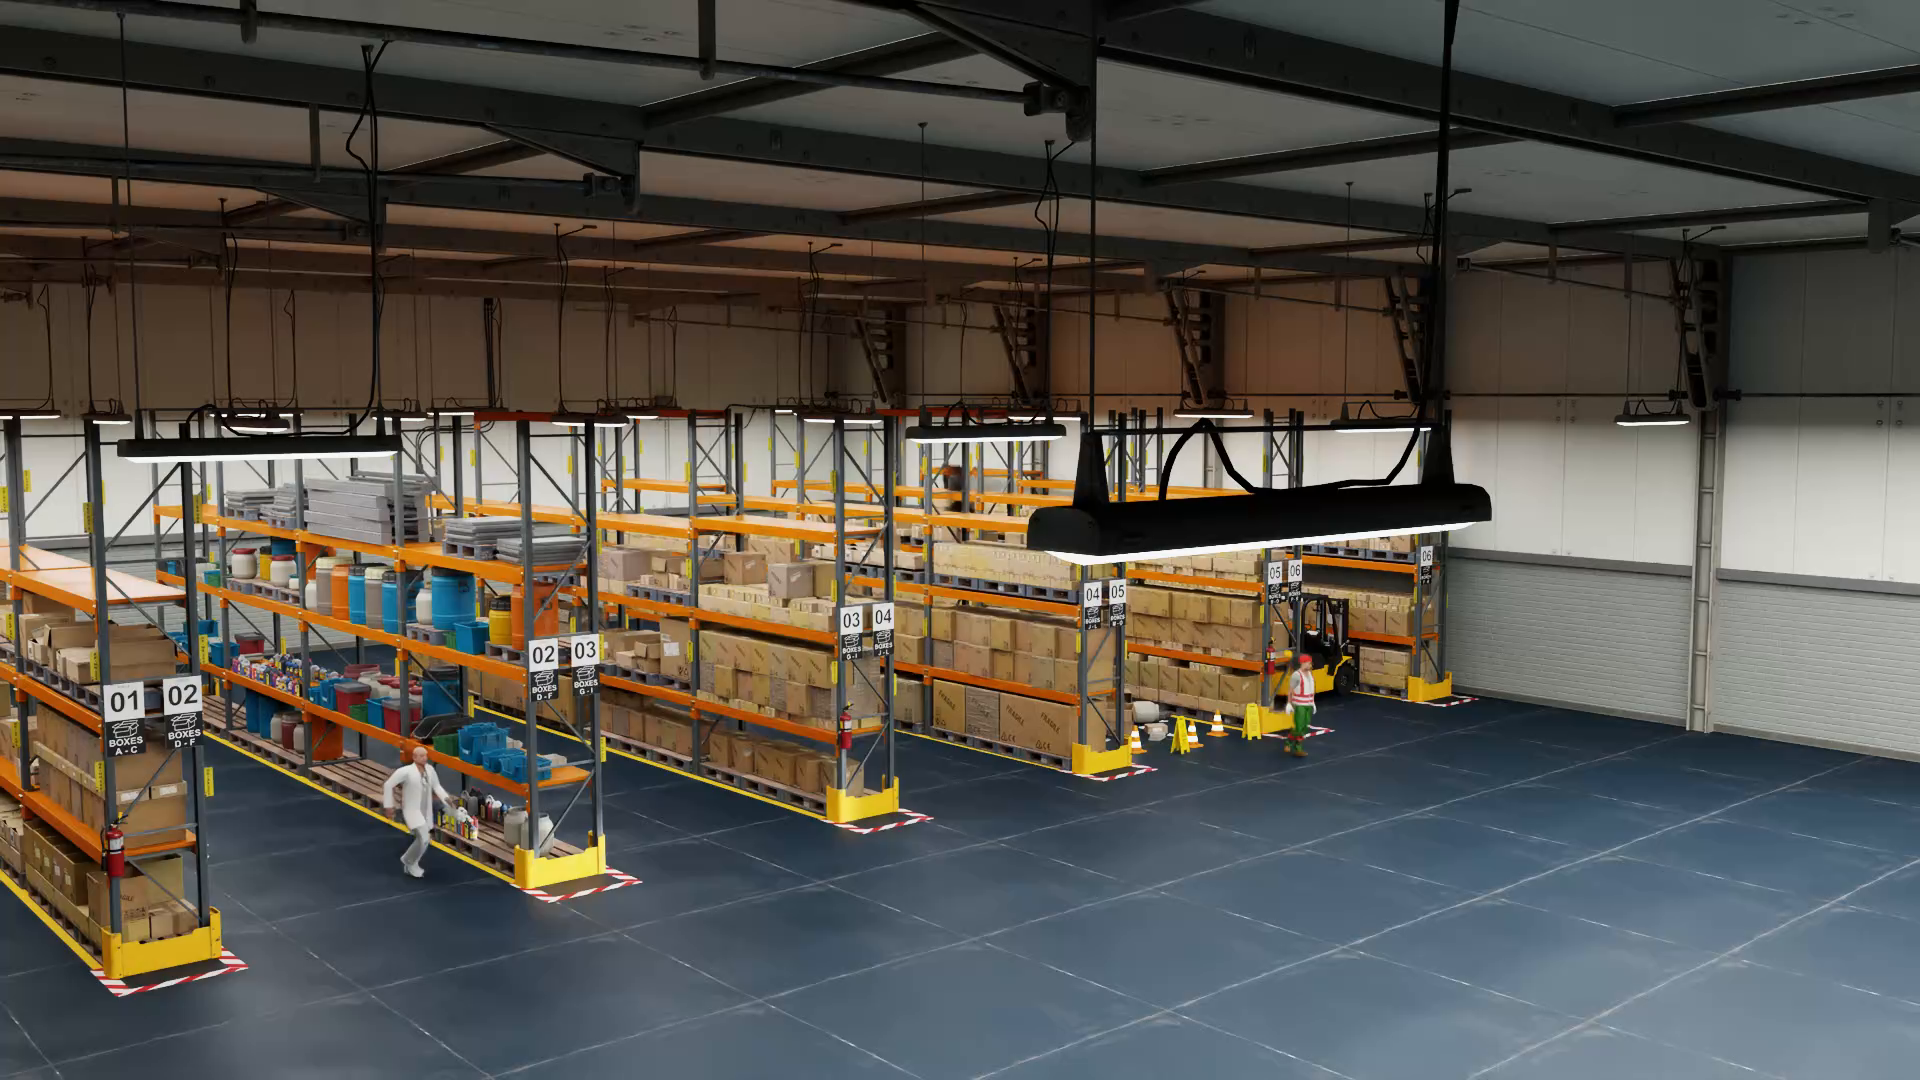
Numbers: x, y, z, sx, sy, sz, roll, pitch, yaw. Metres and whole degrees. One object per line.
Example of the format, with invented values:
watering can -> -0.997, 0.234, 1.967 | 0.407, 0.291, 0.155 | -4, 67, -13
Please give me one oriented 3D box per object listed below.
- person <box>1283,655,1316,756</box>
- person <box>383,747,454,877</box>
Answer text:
person -> 5.924, 2.883, 29.036 | 0.612, 1.780, 0.441 | -4, 7, -41
person -> -7.063, 3.559, 21.710 | 0.785, 1.725, 0.740 | 3, 6, 32
